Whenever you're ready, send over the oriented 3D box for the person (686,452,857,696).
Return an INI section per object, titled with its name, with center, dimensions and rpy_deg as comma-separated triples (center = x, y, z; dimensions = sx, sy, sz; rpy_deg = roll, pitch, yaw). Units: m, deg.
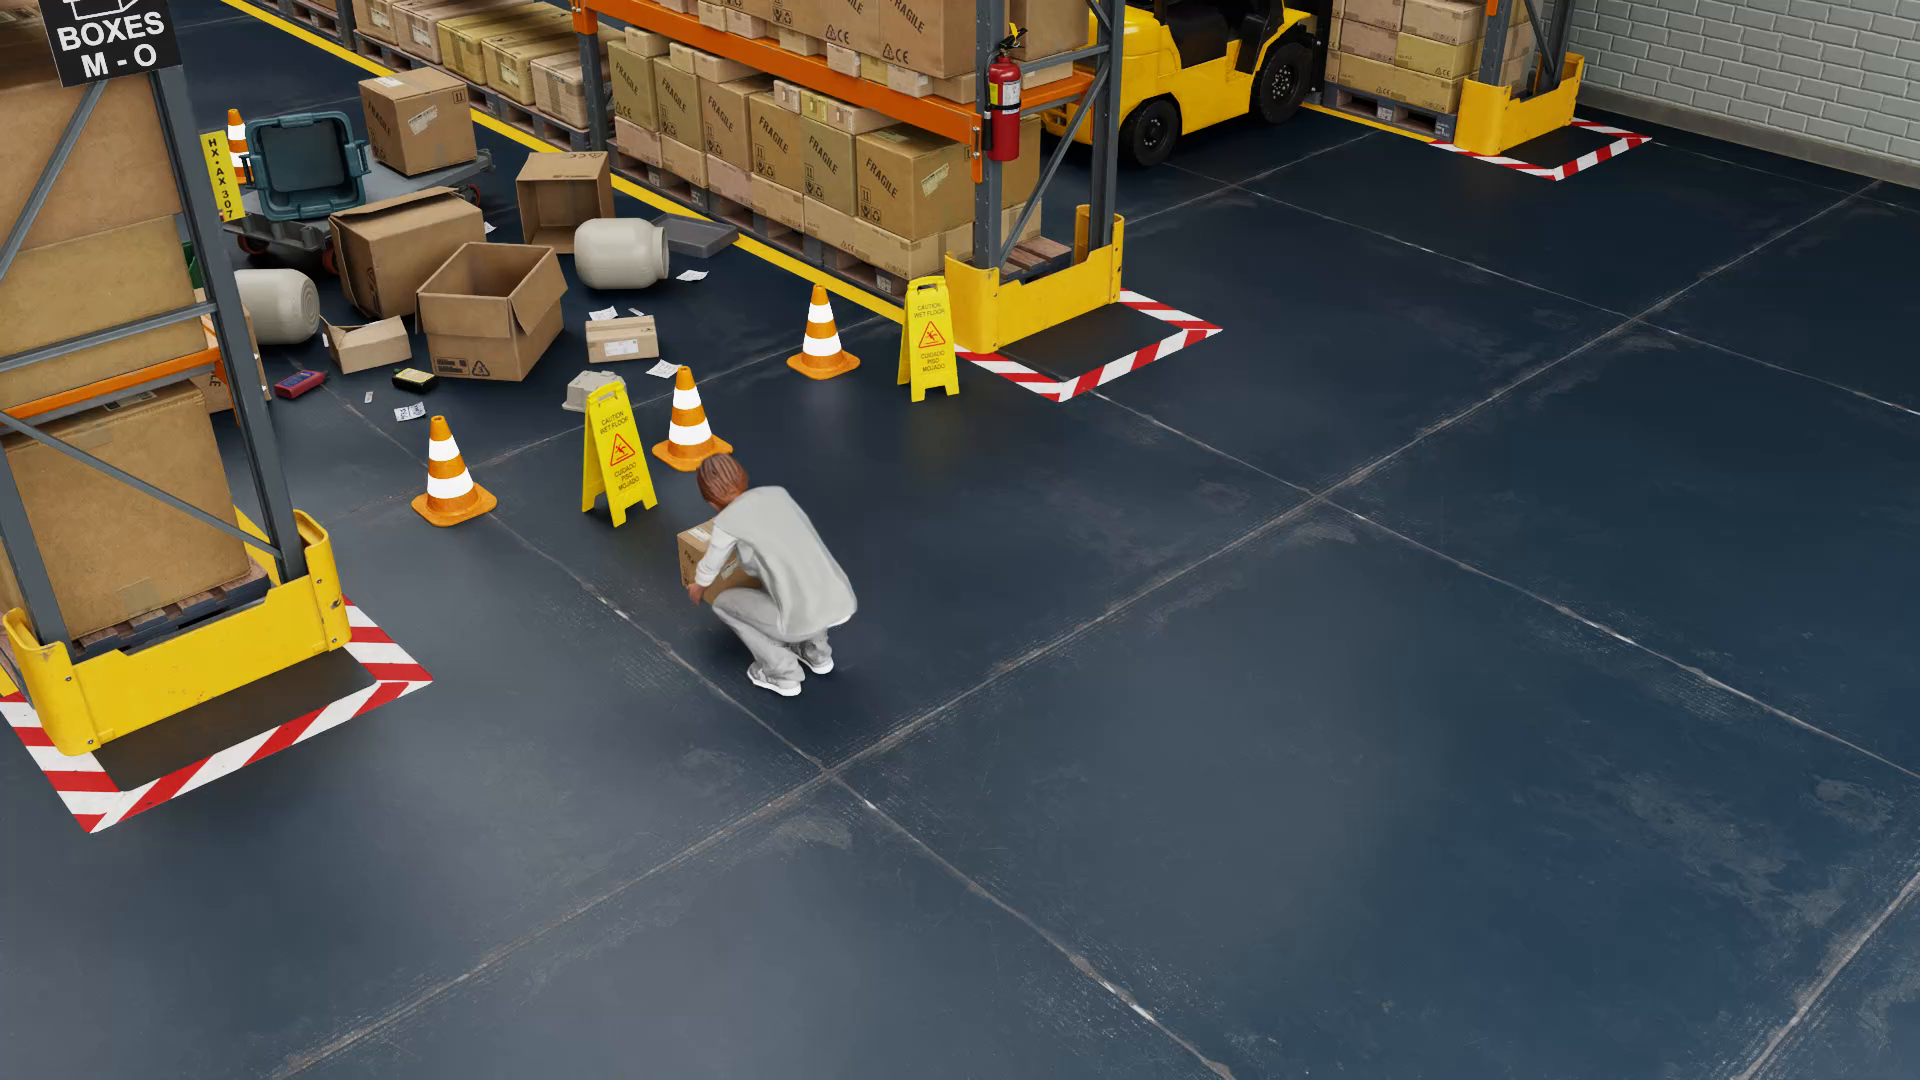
[person]
center = -0.767, 0.124, 6.623
dimensions = 0.428, 0.890, 0.823
rpy_deg = -27, 41, -36
